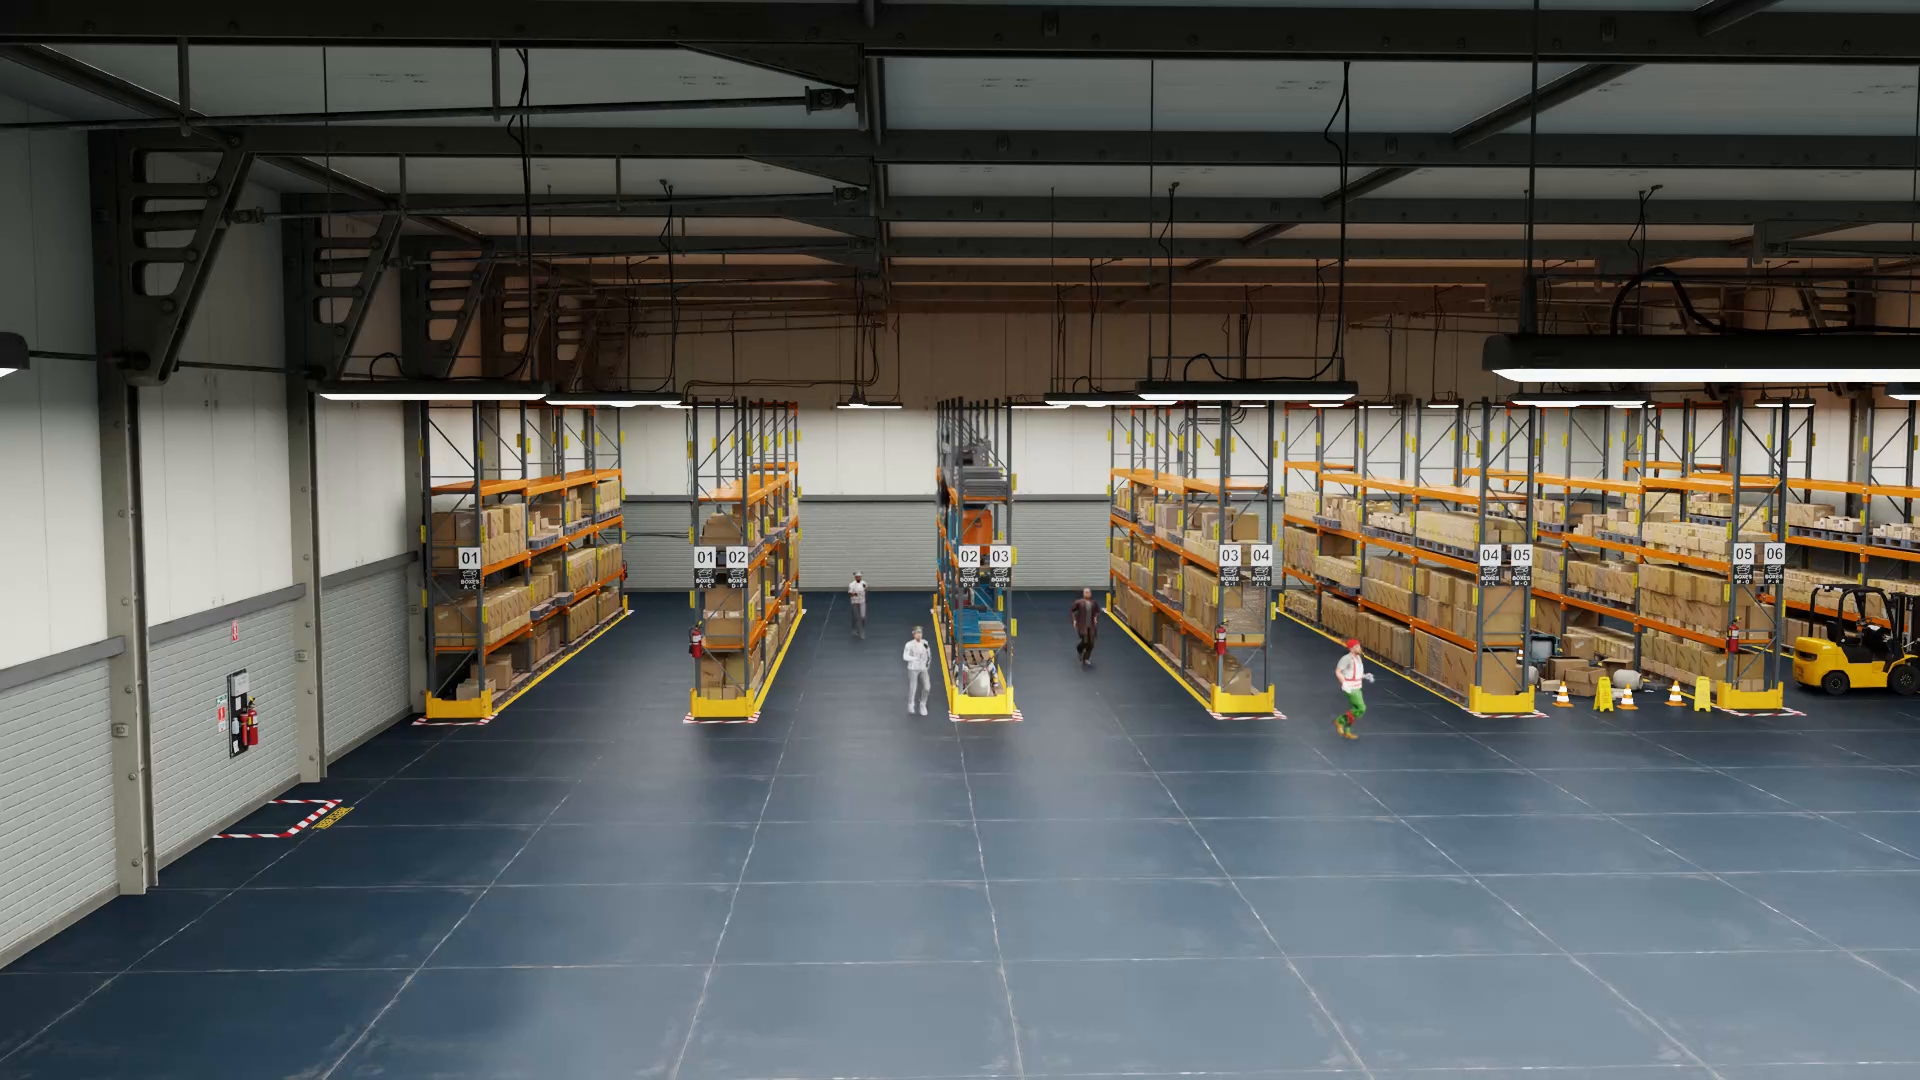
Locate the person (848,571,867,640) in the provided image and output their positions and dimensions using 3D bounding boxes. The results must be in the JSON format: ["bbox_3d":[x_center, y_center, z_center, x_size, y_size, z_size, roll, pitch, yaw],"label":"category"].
[{"bbox_3d":[-2.578,1.634,42.069,0.519,1.741,0.828,-1,4,-10],"label":"person"}]

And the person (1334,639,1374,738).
[{"bbox_3d":[6.914,2.600,29.115,0.607,1.749,0.637,3,5,35],"label":"person"}]

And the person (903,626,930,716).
[{"bbox_3d":[-0.777,2.471,31.302,0.611,1.735,0.638,-2,5,-22],"label":"person"}]

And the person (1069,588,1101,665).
[{"bbox_3d":[2.868,1.957,37.550,0.704,1.732,0.628,-1,5,-14],"label":"person"}]
